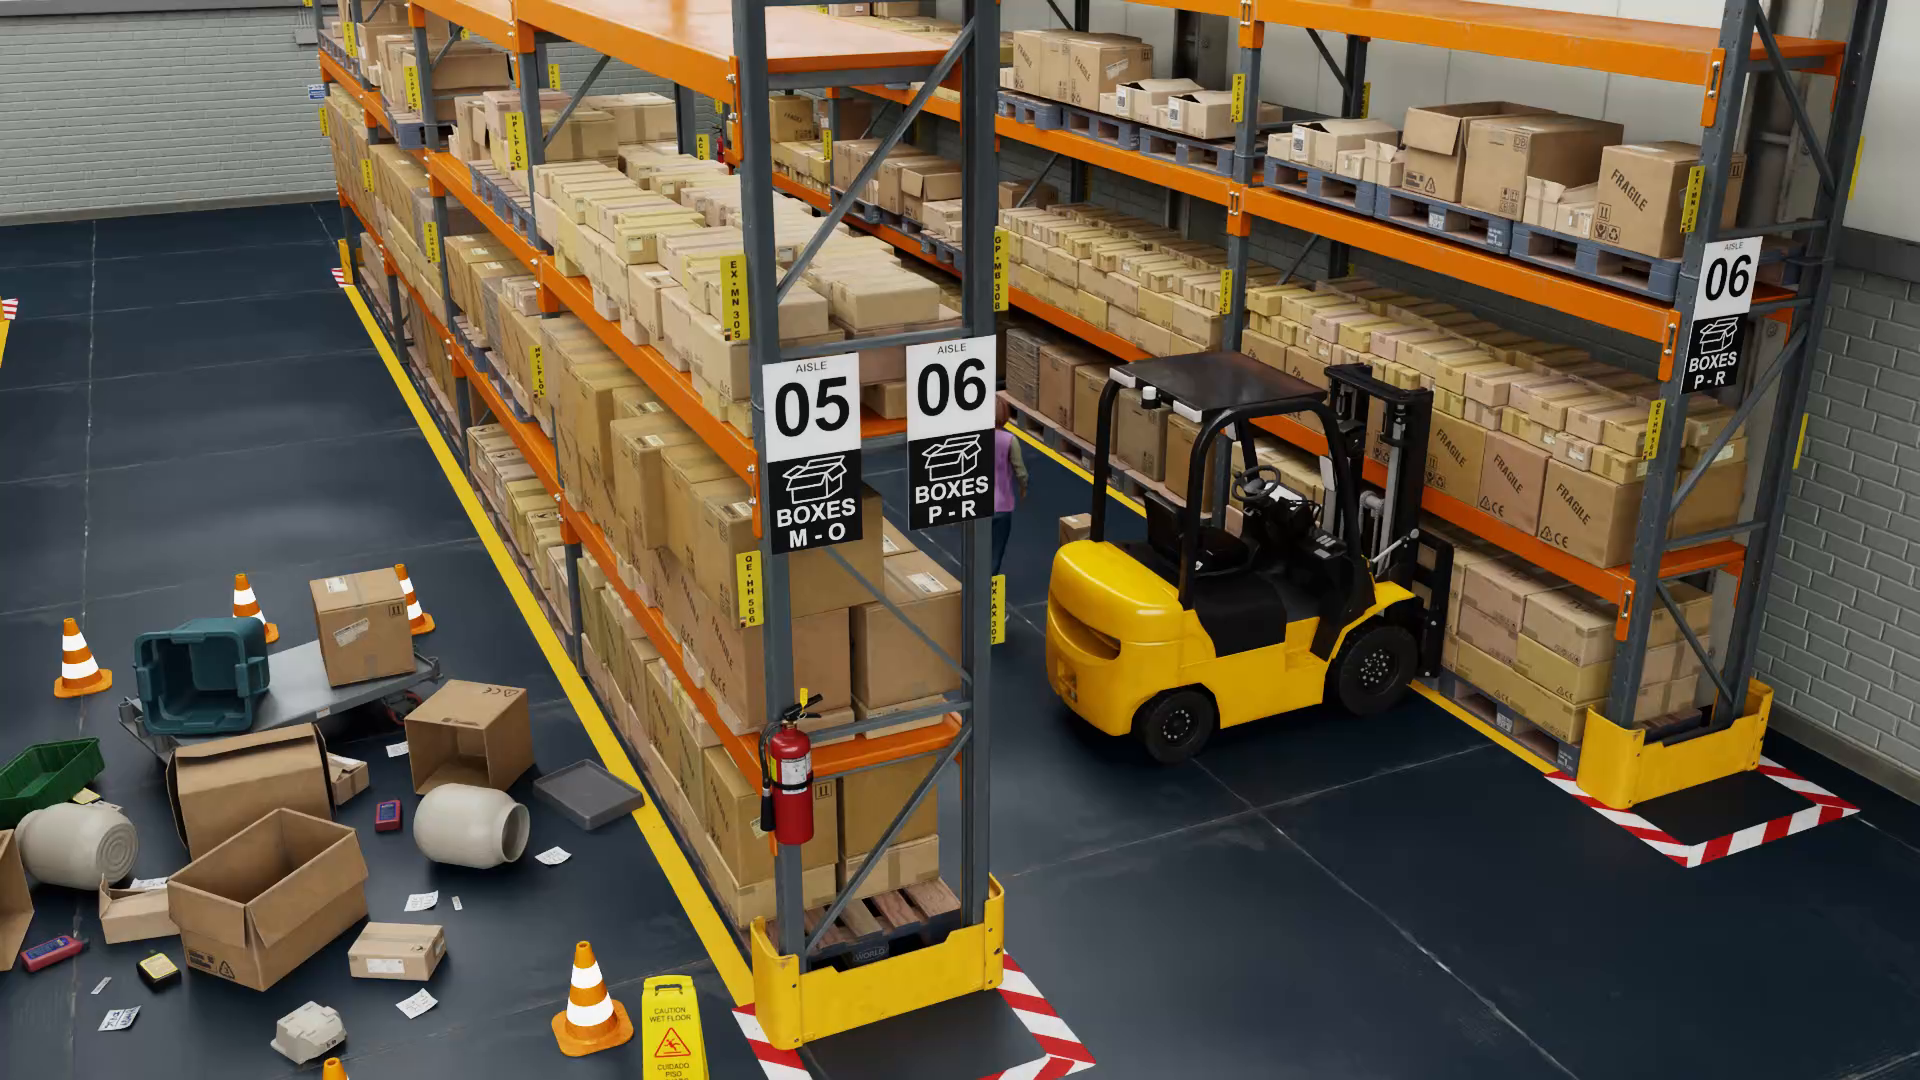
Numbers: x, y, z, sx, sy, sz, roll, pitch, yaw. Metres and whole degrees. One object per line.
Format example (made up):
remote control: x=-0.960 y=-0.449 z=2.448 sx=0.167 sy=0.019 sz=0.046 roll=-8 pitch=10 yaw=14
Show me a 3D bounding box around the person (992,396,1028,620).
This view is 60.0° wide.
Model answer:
person: x=0.187 y=-0.240 z=11.601 sx=0.529 sy=1.540 sz=0.731 roll=12 pitch=25 yaw=26
